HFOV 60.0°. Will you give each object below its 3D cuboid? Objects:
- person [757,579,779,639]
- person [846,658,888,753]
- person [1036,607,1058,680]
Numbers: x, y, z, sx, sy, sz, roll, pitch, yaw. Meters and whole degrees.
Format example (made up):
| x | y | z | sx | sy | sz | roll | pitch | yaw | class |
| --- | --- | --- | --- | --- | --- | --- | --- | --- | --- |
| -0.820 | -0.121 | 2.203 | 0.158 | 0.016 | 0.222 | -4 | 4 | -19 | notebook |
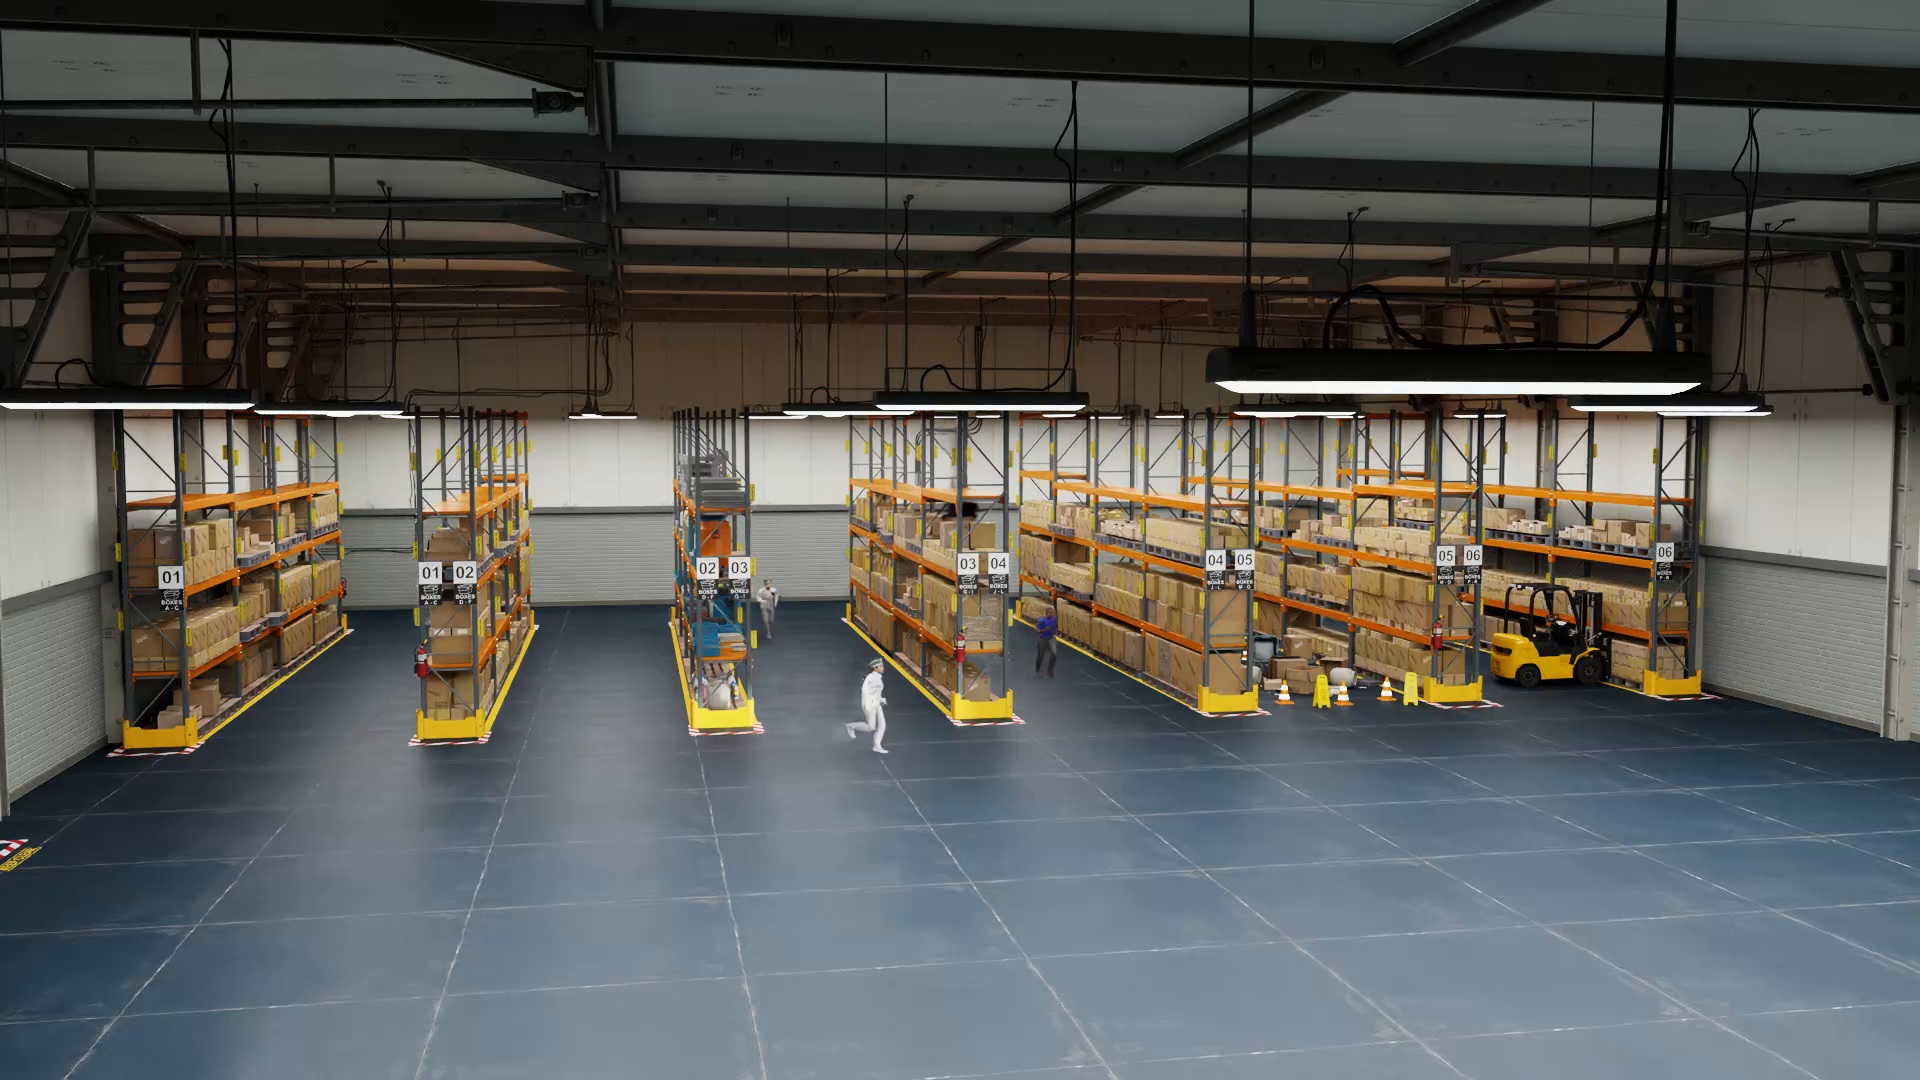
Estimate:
| x | y | z | sx | sy | sz | roll | pitch | yaw | class |
| --- | --- | --- | --- | --- | --- | --- | --- | --- | --- |
| -5.067 | 1.811 | 43.911 | 0.604 | 1.616 | 0.671 | -1 | 4 | -13 | person |
| -1.597 | 2.873 | 28.888 | 0.755 | 1.667 | 0.636 | 1 | 4 | 17 | person |
| 1.911 | 2.284 | 36.984 | 0.566 | 1.624 | 0.894 | -1 | 4 | -19 | person |
